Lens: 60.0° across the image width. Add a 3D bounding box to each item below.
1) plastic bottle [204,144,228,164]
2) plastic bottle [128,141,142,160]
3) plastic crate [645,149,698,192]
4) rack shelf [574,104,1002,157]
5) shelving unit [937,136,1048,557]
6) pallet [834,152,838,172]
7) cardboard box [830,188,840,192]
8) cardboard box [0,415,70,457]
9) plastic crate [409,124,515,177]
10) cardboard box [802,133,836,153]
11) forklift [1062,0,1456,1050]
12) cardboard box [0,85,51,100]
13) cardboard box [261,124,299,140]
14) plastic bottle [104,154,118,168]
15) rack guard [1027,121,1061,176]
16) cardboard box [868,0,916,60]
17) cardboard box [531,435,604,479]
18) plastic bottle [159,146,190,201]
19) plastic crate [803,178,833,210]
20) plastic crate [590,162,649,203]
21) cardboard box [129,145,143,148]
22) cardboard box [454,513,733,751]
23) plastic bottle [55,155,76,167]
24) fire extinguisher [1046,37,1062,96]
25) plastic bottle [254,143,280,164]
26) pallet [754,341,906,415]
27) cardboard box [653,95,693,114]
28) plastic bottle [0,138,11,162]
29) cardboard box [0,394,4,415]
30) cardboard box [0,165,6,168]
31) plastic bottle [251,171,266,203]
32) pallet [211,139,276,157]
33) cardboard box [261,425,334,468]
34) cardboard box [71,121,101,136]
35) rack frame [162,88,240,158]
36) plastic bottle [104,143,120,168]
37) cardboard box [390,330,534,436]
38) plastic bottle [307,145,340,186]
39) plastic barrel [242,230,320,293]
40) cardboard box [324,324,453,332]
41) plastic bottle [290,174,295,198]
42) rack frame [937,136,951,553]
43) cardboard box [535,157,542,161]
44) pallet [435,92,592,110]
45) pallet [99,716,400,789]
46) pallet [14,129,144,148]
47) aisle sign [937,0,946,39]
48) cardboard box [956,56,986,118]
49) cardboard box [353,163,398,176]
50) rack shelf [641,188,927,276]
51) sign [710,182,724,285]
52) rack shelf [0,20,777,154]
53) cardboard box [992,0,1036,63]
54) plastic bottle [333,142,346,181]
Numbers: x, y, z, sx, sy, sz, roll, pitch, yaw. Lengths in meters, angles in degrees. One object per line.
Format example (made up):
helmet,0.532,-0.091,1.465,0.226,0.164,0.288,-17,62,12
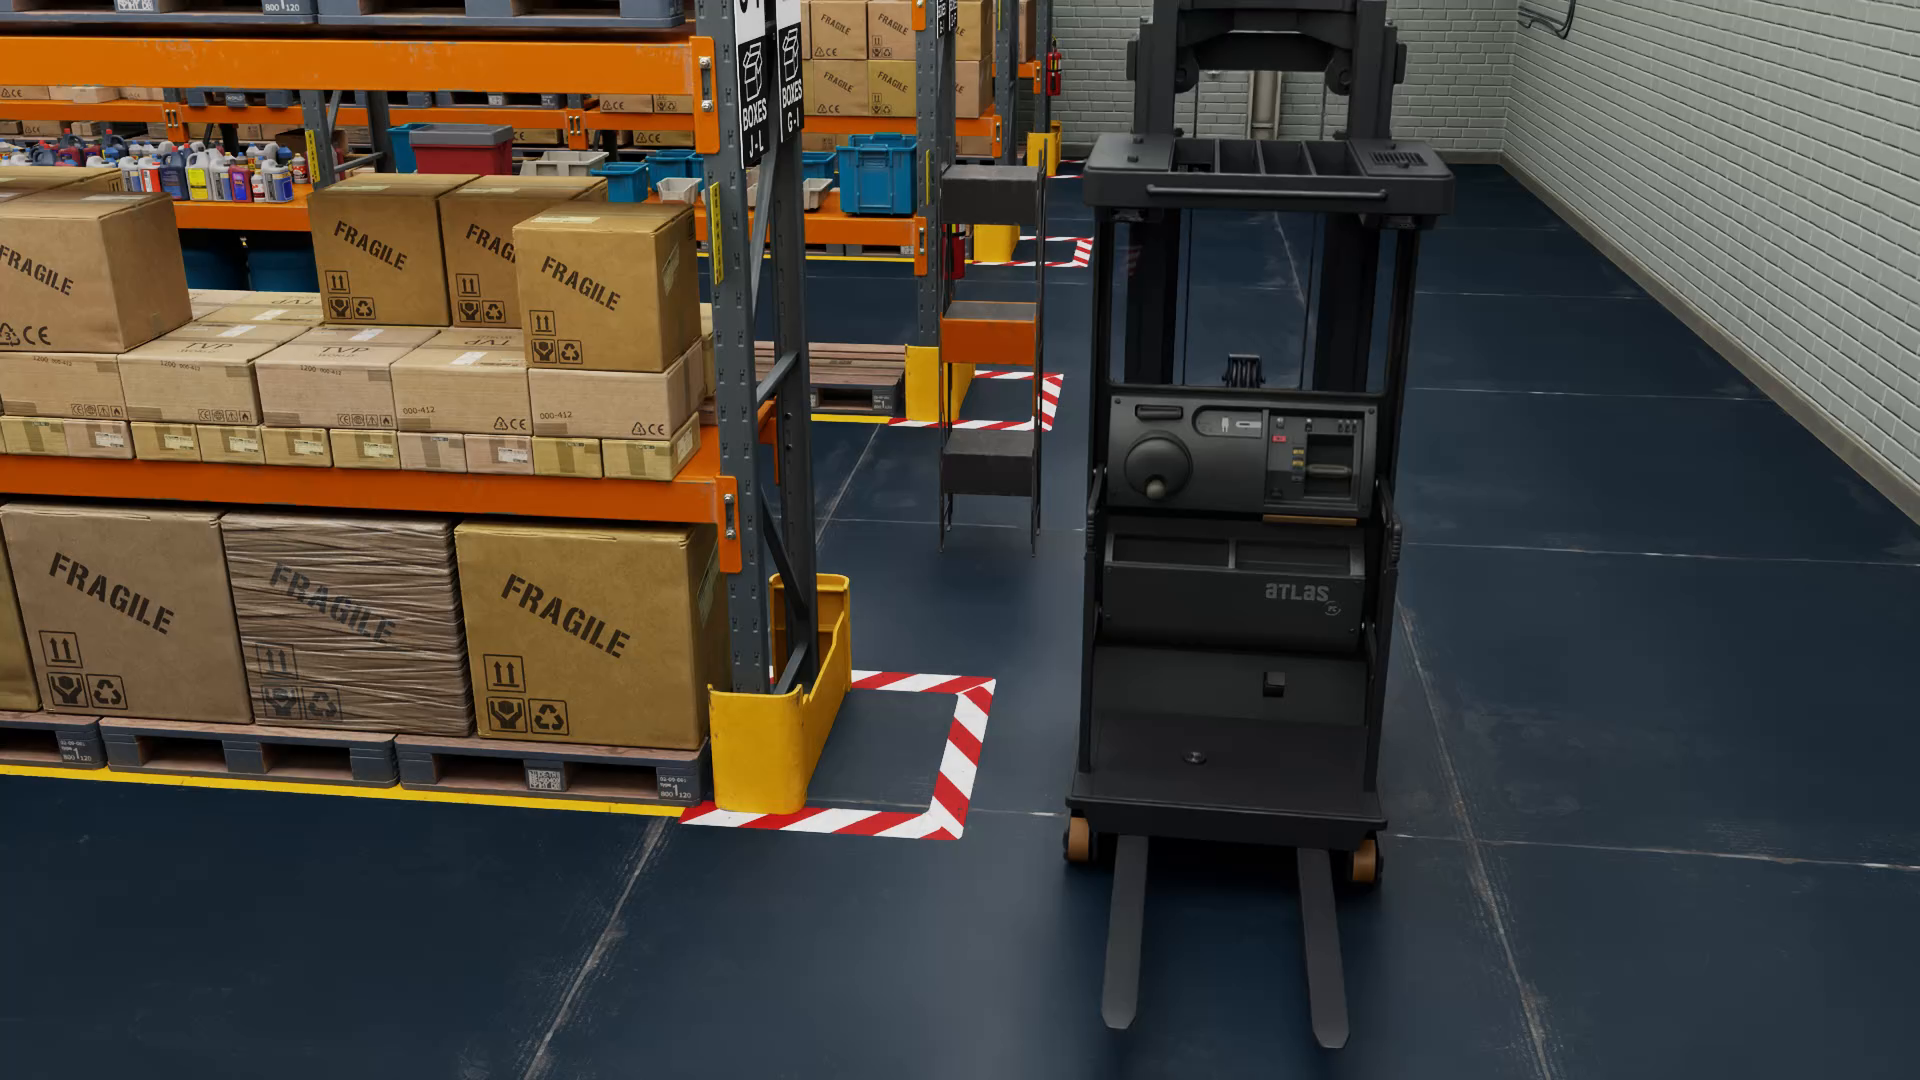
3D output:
plastic bottle,-5.056,-2.503,11.259,0.185,0.351,0.144,2,22,6
plastic bottle,-5.895,-2.722,11.920,0.097,0.271,0.097,0,22,0
plastic crate,-1.962,-2.531,11.409,0.300,0.233,0.416,2,22,6
rack shelf,-1.549,-3.941,15.806,4.000,0.370,1.077,2,22,6
shelving unit,0.164,-0.969,8.536,0.503,2.100,0.431,2,22,6
pallet,-0.995,-4.760,20.694,1.213,0.211,1.003,2,22,6
cardboard box,-1.063,-3.285,16.310,0.500,0.250,0.500,2,22,6
cardboard box,-3.412,-0.450,6.339,0.250,0.149,0.380,2,22,6
plastic crate,-3.265,-2.481,10.967,0.583,0.464,0.402,2,22,6
cardboard box,-1.727,-5.111,20.616,0.500,0.500,0.700,2,22,6
forklift,0.967,-0.286,5.678,1.130,2.935,3.031,3,22,8
cardboard box,-9.176,-4.648,16.481,0.500,0.500,0.500,1,22,3
cardboard box,-8.644,-5.474,21.507,0.500,0.500,0.700,2,22,6
plastic bottle,-5.783,-2.492,11.339,0.097,0.271,0.097,0,22,0
rack guard,1.040,-4.834,20.487,0.348,0.500,1.175,2,22,6
cardboard box,-0.539,-4.641,15.102,0.500,0.500,0.500,3,22,8
cardboard box,-1.383,-0.361,6.115,0.250,0.149,0.380,3,22,7
plastic bottle,-5.257,-2.459,11.146,0.185,0.351,0.144,2,22,6
plastic crate,-0.981,-2.255,10.840,0.243,0.136,0.396,2,22,6
plastic crate,-2.219,-2.326,10.889,0.300,0.233,0.416,2,22,6
cardboard box,-8.516,-3.862,17.034,0.500,0.311,0.500,2,22,5
cardboard box,-1.378,0.222,6.616,0.875,0.875,0.875,2,22,6
plastic bottle,-6.014,-2.445,11.203,0.133,0.283,0.061,2,22,6
fire extinguisher,1.112,-5.613,19.670,0.183,0.674,0.296,2,22,6
plastic bottle,-4.900,-2.671,11.784,0.135,0.276,0.152,2,22,6
pallet,-0.964,-1.133,11.520,1.213,0.211,1.003,2,22,6
cardboard box,-2.552,-4.266,15.514,0.500,0.500,0.500,3,22,7
plastic bottle,-6.914,-2.766,12.032,0.097,0.271,0.097,0,22,0
cardboard box,-3.776,-0.674,6.365,0.500,0.250,0.500,2,22,6
cardboard box,-4.217,-1.240,6.776,0.500,0.500,0.500,3,22,8
plastic bottle,-4.670,-2.355,11.087,0.097,0.201,0.097,0,22,0
pallet,-8.912,-5.135,21.641,1.213,0.211,1.003,2,22,6
cardboard box,-2.397,-0.405,6.226,0.250,0.149,0.380,3,22,6
cardboard box,-11.435,-5.416,21.814,0.250,0.166,0.380,0,22,-1
rack frame,-7.507,-4.535,16.330,0.127,3.000,1.000,2,22,6
plastic bottle,-6.009,-2.674,11.798,0.097,0.271,0.097,0,22,0
cardboard box,-1.749,-0.587,6.144,0.500,0.250,0.500,2,22,5
plastic bottle,-4.473,-2.666,11.670,0.185,0.351,0.144,2,22,6
plastic barrel,-4.660,-1.803,11.702,0.708,0.901,0.600,2,22,6
cardboard box,-2.193,-0.803,6.691,0.500,0.250,0.500,2,22,4
plastic bottle,-4.555,-2.406,11.217,0.097,0.201,0.097,0,22,0
rack frame,-0.078,-0.980,8.562,0.015,2.100,0.400,2,22,6
cardboard box,-3.987,-3.514,16.549,0.500,0.500,0.500,2,22,4
pallet,-4.316,-4.347,16.116,1.213,0.211,1.003,2,22,6
pallet,-2.744,0.665,6.971,1.213,0.211,1.003,2,22,6
pallet,-11.571,-5.236,21.897,1.213,0.211,1.003,2,22,6
aisle sign,-0.113,-3.479,10.124,0.004,0.787,0.394,2,22,6
cardboard box,-0.040,-4.155,15.234,0.500,0.500,0.500,3,22,8
cardboard box,-5.552,-3.388,16.231,0.500,0.500,0.500,2,22,4
rack shelf,-2.136,-2.132,11.232,4.000,0.370,1.077,2,22,6
sign,-0.810,-1.023,5.551,0.005,0.325,0.100,2,22,6
rack shelf,-2.719,-1.719,6.106,4.000,0.370,1.077,2,22,6
cardboard box,0.509,-6.155,20.021,0.700,0.700,0.980,3,22,9
plastic bottle,-4.436,-2.671,11.774,0.133,0.283,0.061,2,22,6
